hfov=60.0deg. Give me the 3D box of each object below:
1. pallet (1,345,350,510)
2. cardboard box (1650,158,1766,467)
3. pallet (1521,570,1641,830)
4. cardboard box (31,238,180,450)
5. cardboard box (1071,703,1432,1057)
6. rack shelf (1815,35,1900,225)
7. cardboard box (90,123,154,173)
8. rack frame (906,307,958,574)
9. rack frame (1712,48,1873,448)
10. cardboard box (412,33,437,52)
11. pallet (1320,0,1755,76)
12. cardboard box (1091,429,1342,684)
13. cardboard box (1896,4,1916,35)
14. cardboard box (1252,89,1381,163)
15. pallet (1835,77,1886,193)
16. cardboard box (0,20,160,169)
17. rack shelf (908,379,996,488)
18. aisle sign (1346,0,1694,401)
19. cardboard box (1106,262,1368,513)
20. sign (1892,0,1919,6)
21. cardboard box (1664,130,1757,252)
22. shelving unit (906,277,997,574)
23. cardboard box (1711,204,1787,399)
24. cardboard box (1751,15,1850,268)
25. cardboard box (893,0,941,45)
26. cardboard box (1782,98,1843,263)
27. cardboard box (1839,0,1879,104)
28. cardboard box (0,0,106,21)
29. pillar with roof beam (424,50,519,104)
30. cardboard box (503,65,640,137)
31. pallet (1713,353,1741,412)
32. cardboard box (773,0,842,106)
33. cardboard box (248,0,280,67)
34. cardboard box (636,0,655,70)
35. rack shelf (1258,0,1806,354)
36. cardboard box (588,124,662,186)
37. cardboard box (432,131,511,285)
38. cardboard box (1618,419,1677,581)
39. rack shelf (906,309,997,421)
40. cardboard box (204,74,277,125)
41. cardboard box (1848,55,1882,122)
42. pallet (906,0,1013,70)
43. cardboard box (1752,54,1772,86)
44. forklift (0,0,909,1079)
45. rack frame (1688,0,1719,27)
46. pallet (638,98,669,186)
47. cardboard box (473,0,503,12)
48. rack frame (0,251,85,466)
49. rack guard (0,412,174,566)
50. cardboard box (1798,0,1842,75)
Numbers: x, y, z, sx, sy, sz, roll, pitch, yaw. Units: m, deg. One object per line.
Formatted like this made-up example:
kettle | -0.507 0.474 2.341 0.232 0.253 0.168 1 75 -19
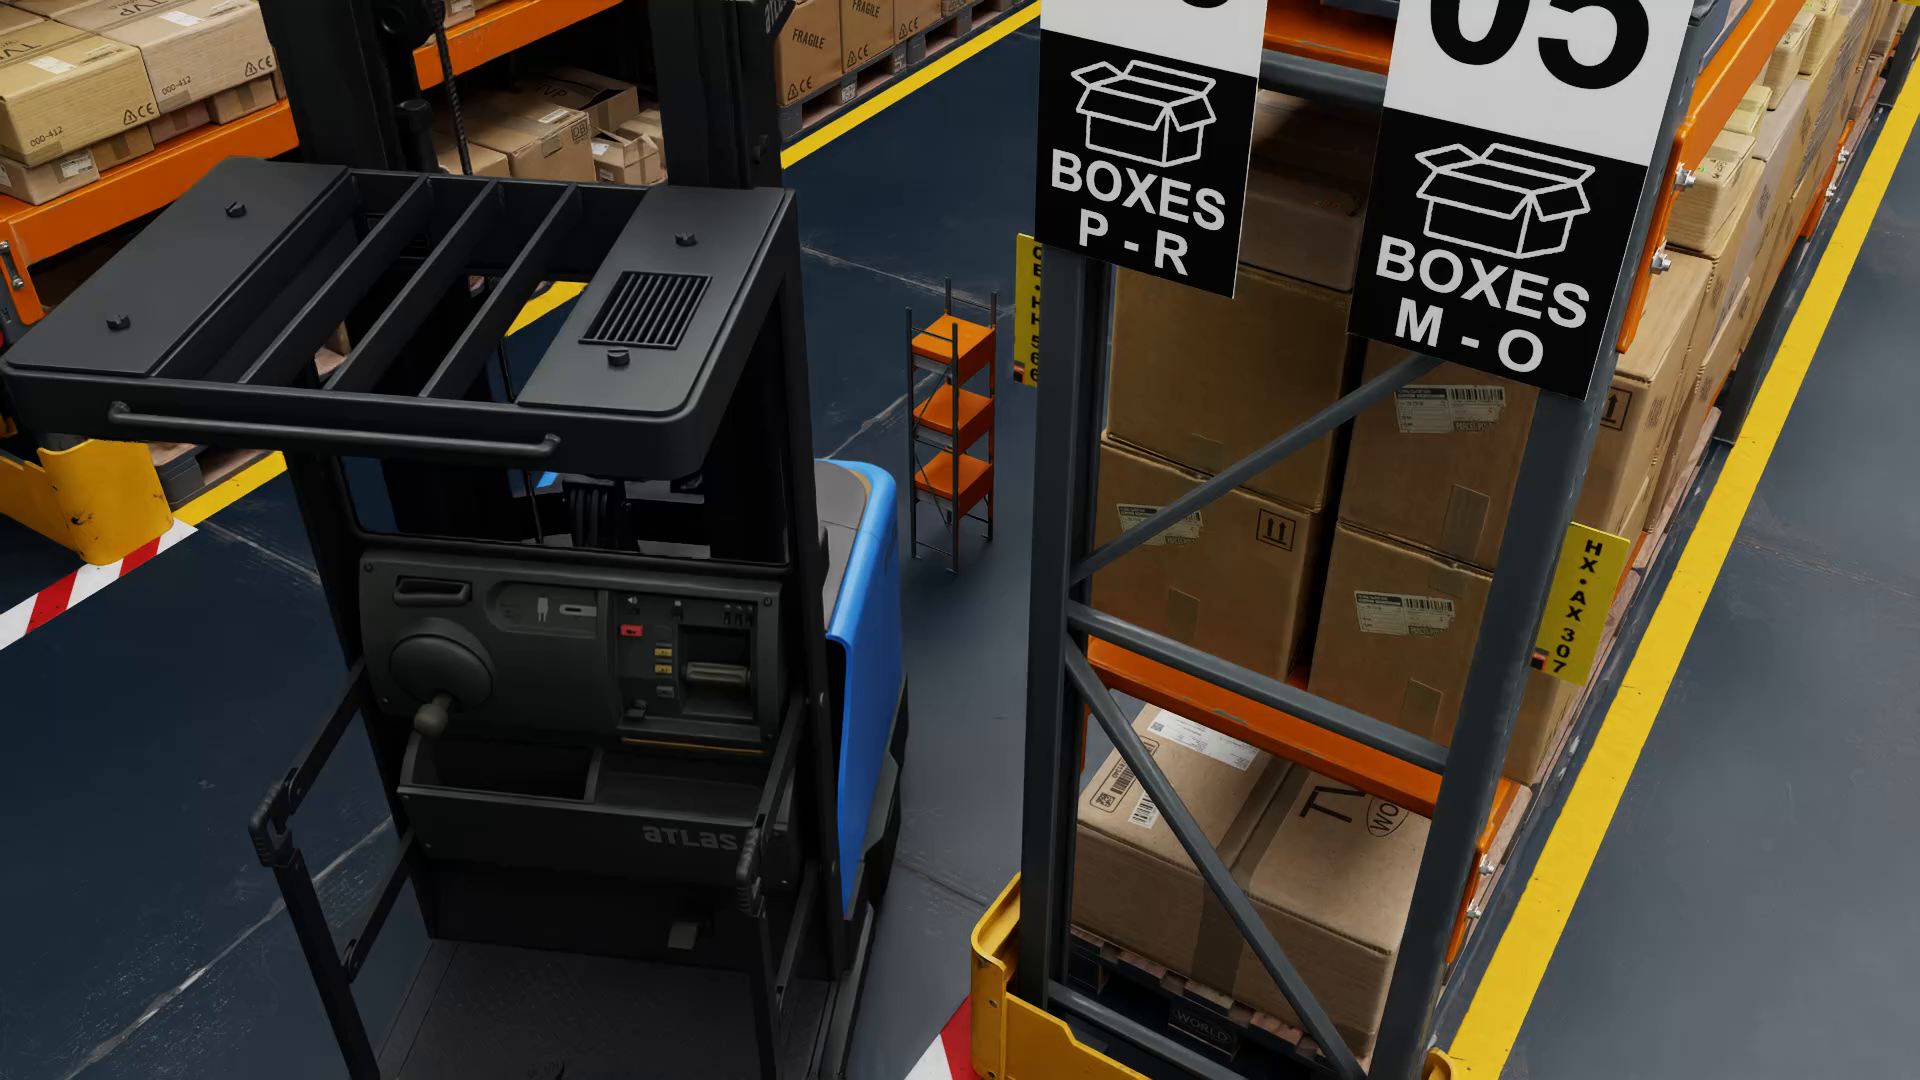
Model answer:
pallet | -3.125 -0.663 6.938 1.003 0.211 1.213 21 42 25
cardboard box | 1.370 -0.554 3.611 0.500 0.500 0.500 20 42 24
pallet | 1.618 0.344 5.630 1.003 0.211 1.213 21 42 25
cardboard box | -3.184 -0.779 6.505 0.797 0.503 0.637 19 42 23
cardboard box | 0.870 0.780 4.536 0.875 0.438 0.875 20 42 24
rack shelf | 3.816 -2.504 7.630 1.077 0.370 4.000 21 42 25
cardboard box | -3.087 -1.444 5.872 0.380 0.149 0.250 22 43 26
rack frame | -0.094 -0.325 5.812 0.200 1.050 0.008 21 42 25
rack frame | 2.744 -1.758 6.073 1.000 3.000 0.127 21 42 25
cardboard box | -2.328 -2.088 6.707 0.380 0.149 0.250 22 43 26
pallet | 0.990 -1.234 3.010 1.003 0.211 1.213 21 42 25
cardboard box | 0.636 -0.071 3.803 0.500 0.500 0.500 21 42 25
cardboard box | 3.767 -2.365 6.984 0.500 0.250 0.500 21 42 25
cardboard box | 0.740 -0.777 3.370 0.380 0.149 0.250 22 43 26
pallet | 4.401 -2.334 9.104 1.003 0.211 1.213 21 42 25
cardboard box | -3.121 -1.522 5.646 0.500 0.250 0.500 21 42 25
rack shelf | -0.029 -0.380 5.900 0.215 0.259 0.240 21 42 25
aisle sign | 0.808 -0.593 2.434 0.394 0.787 0.004 21 42 25
cardboard box | 0.659 -0.458 3.486 0.500 0.500 0.500 23 43 27
sign | 3.214 -1.951 5.550 0.100 0.325 0.005 21 42 25
cardboard box | 1.342 -0.736 3.315 0.380 0.149 0.250 23 43 26
shelving unit | -0.029 -0.388 5.894 0.215 1.050 0.252 21 42 25
cardboard box | 1.890 -0.679 4.592 0.500 0.500 0.500 23 43 27
cardboard box | 1.906 -1.080 4.293 0.500 0.500 0.500 21 42 25
cardboard box | -0.452 -3.265 9.732 0.500 0.500 0.500 20 42 24
cardboard box | 2.441 -1.208 5.278 0.500 0.500 0.500 20 42 24
cardboard box | 2.446 -1.601 4.969 0.500 0.500 0.500 21 42 24
cardboard box | -3.292 -1.965 6.222 0.500 0.250 0.500 21 42 25
pillar with roof beam | 1.052 -4.283 4.436 9.100 9.000 0.400 21 42 25
cardboard box | -2.002 -2.218 8.528 0.500 0.311 0.500 23 43 27
pallet | 3.094 -1.076 7.473 1.003 0.211 1.213 21 42 25
cardboard box | -1.000 -2.732 9.040 0.500 0.500 0.500 23 43 27
cardboard box | -2.583 -2.044 6.324 0.500 0.250 0.500 20 42 24
cardboard box | -1.436 -2.906 9.266 0.500 0.500 0.500 21 42 25
rack shelf | 1.673 -1.630 4.040 1.077 0.370 4.000 21 42 25
cardboard box | -1.691 -1.896 8.148 0.396 0.266 0.258 23 43 27
cardboard box | -2.326 -1.446 7.372 0.500 0.500 0.500 22 43 26
cardboard box | 1.348 -0.159 3.917 0.500 0.500 0.500 21 42 25
rack shelf | -0.029 -0.605 5.727 0.215 0.259 0.240 21 42 25
cardboard box | -2.788 -1.701 6.205 0.380 0.149 0.250 23 43 26
cardboard box | 3.203 -1.839 6.301 0.500 0.250 0.500 20 42 24
pallet | -0.392 -3.338 10.408 1.003 0.211 1.213 21 42 25
cardboard box | 1.564 -1.030 3.697 0.380 0.149 0.250 22 43 26
forklift | -0.871 0.322 3.431 1.130 2.935 3.031 5 38 6
rack frame | 0.601 -2.072 1.567 1.000 3.000 0.127 21 42 25
pallet | -1.818 -1.921 8.570 1.003 0.211 1.213 21 42 25
cardboard box | -2.156 -2.386 7.094 0.380 0.149 0.250 22 43 26
rack frame | -3.592 -1.317 5.502 1.000 3.000 0.127 21 42 25
rack guard | -3.551 -0.367 6.316 1.175 0.500 0.348 21 42 25
cardboard box | 1.892 -1.266 4.004 0.380 0.149 0.250 20 42 24
